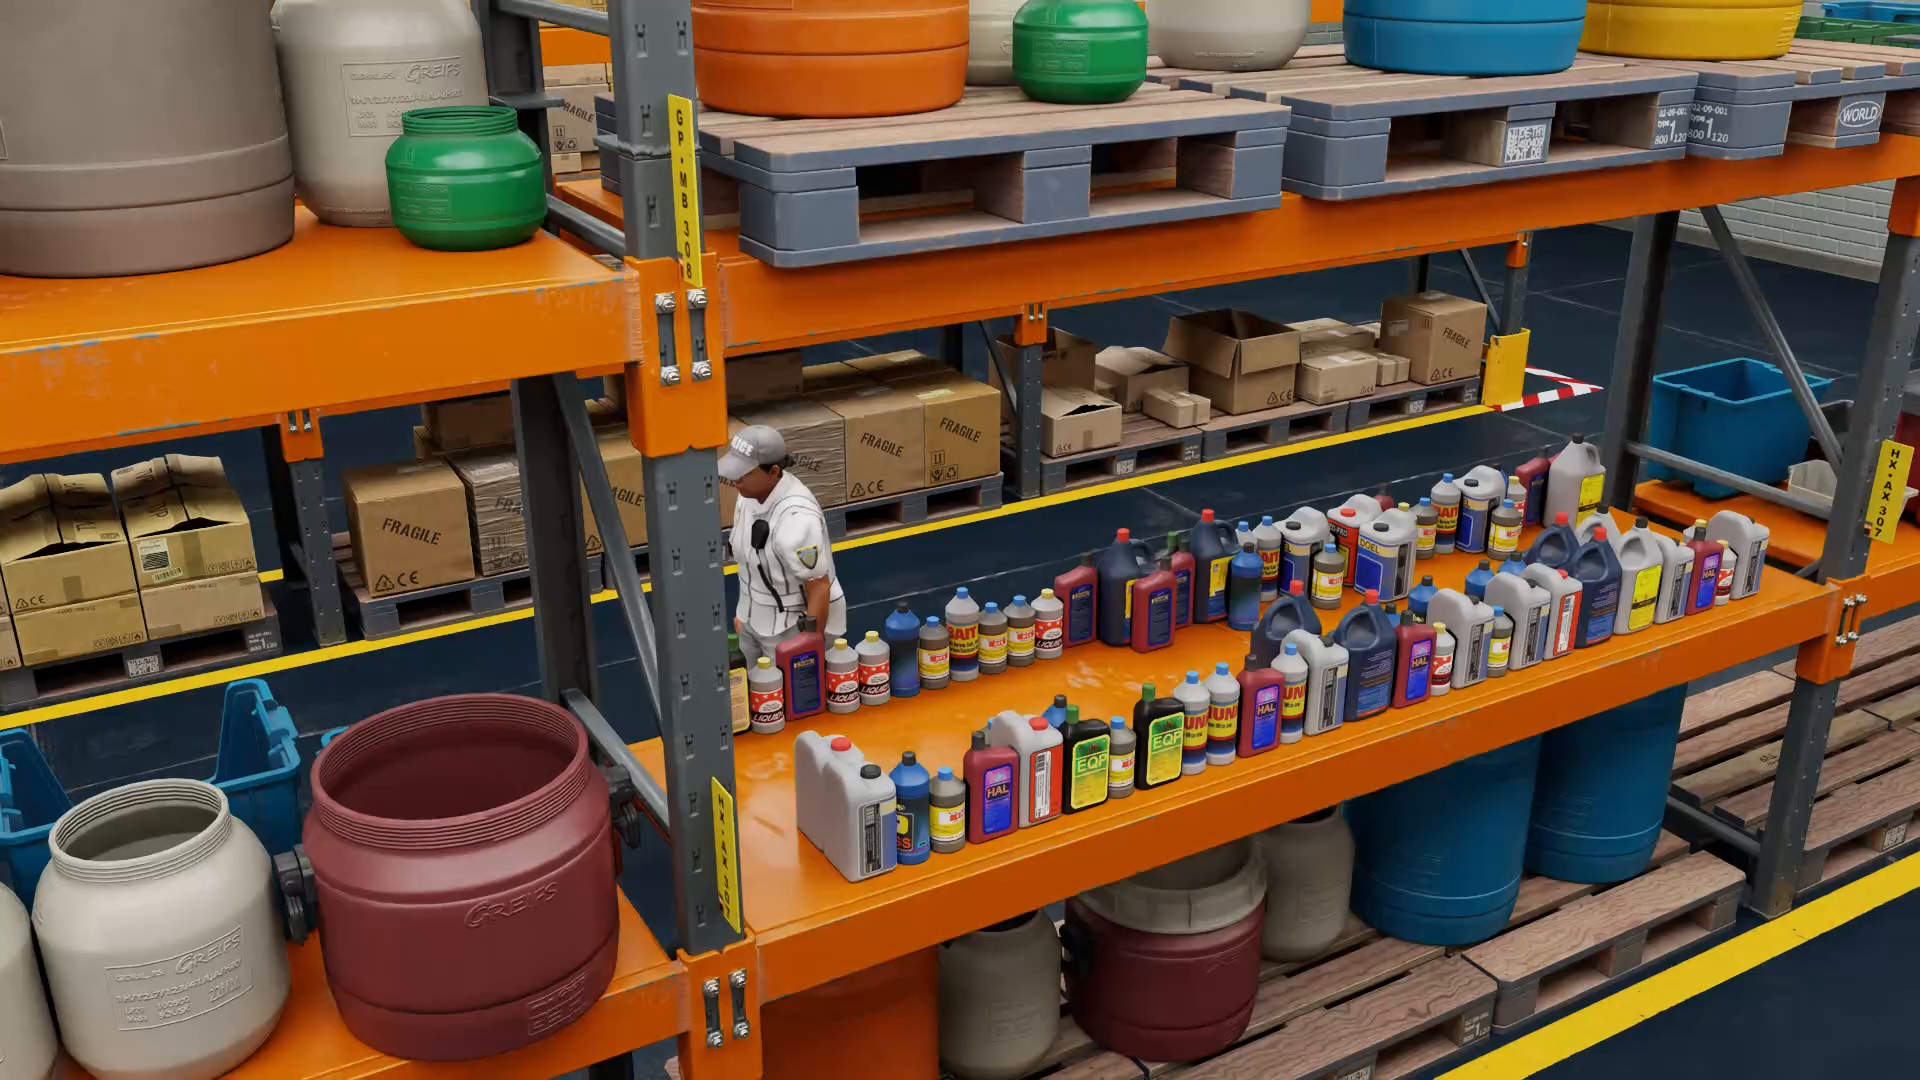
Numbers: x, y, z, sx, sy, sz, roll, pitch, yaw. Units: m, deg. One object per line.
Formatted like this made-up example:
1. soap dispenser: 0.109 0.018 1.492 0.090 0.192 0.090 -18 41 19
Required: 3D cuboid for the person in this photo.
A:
1. person: -0.696 0.348 6.213 0.456 1.666 0.563 -14 26 -31
